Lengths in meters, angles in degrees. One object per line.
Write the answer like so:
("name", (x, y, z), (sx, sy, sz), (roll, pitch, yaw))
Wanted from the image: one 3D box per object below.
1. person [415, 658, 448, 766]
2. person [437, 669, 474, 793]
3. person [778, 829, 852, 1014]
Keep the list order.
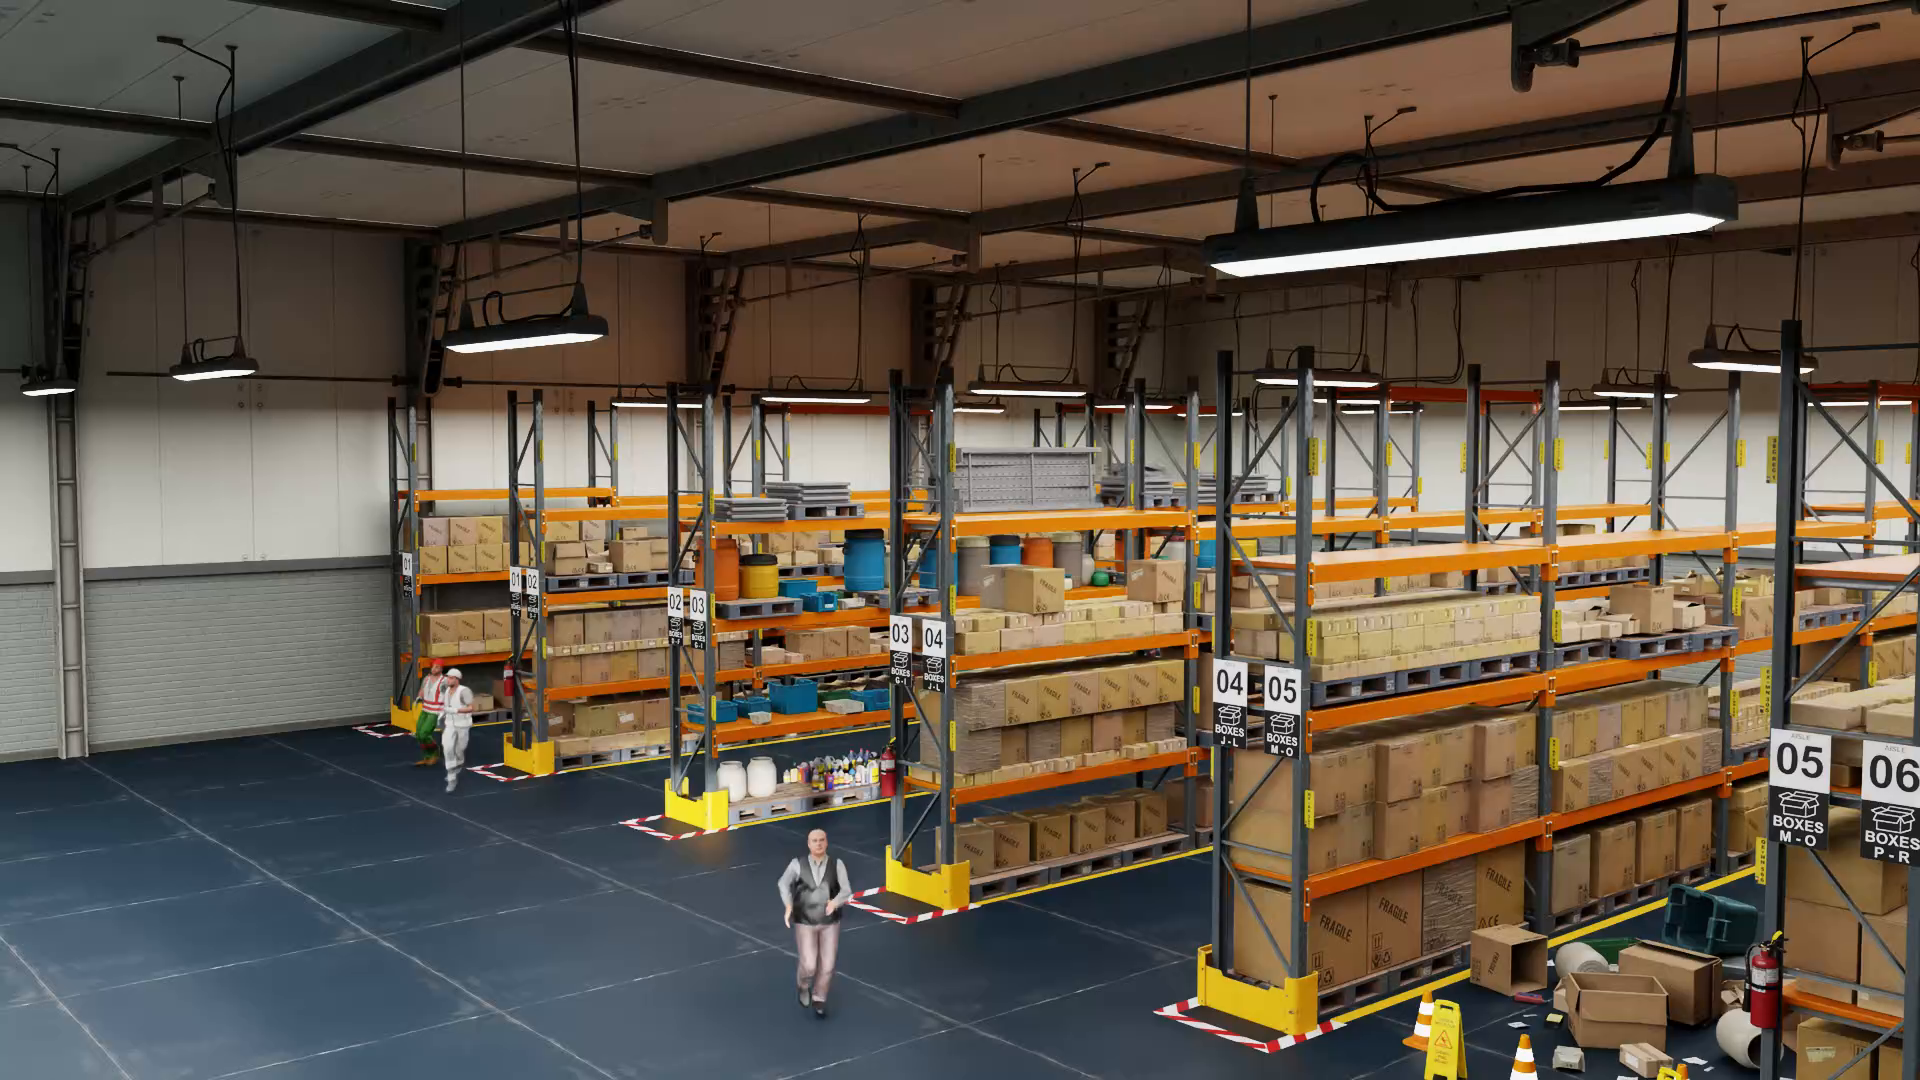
("person", (-8.452, 2.750, 26.622), (0.678, 1.723, 0.577), (2, 4, 33))
("person", (-7.586, 2.824, 24.912), (0.721, 1.803, 0.833), (0, 3, 8))
("person", (-1.282, 3.543, 14.913), (0.644, 1.481, 0.591), (-1, 3, -12))
